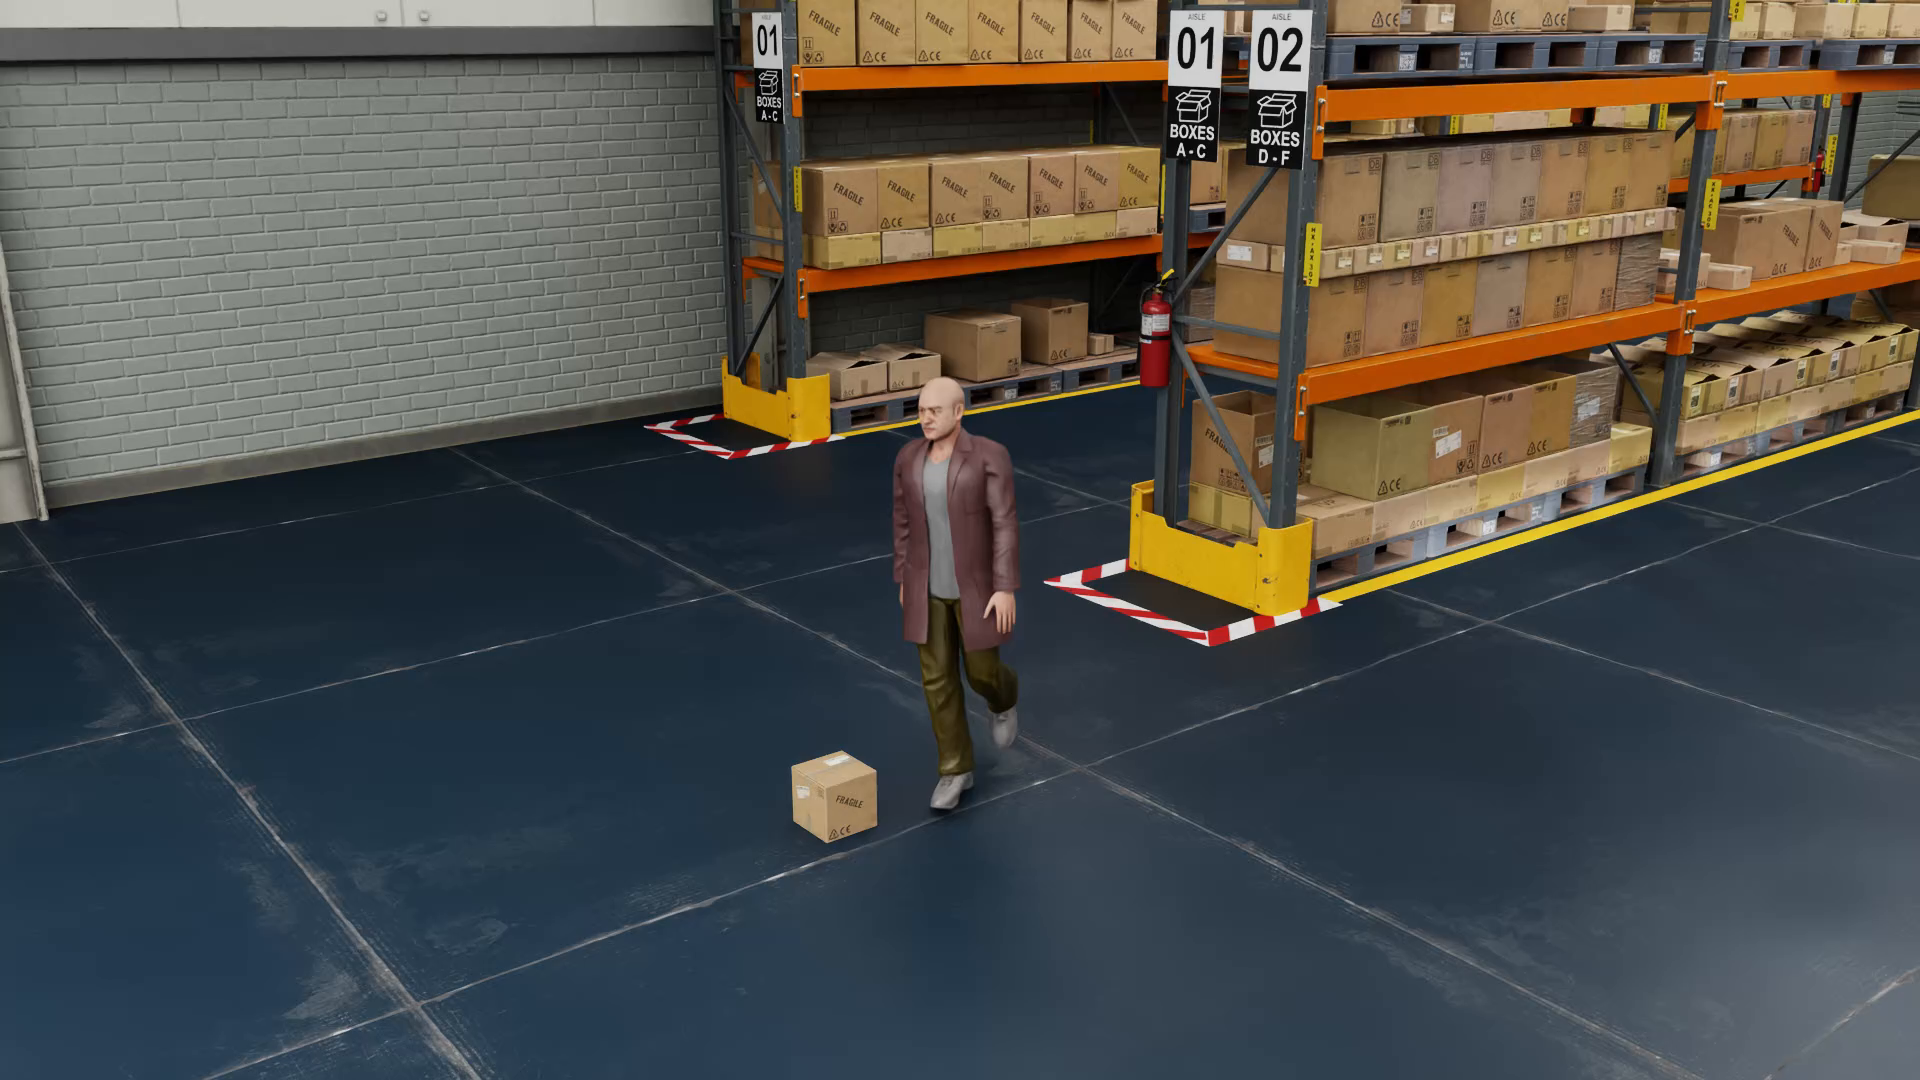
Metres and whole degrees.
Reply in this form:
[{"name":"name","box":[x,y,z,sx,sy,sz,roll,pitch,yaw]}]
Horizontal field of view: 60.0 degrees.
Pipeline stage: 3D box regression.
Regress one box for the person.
[{"name":"person","box":[0.001,0.178,6.992,0.615,1.763,0.853,6,18,19]}]
